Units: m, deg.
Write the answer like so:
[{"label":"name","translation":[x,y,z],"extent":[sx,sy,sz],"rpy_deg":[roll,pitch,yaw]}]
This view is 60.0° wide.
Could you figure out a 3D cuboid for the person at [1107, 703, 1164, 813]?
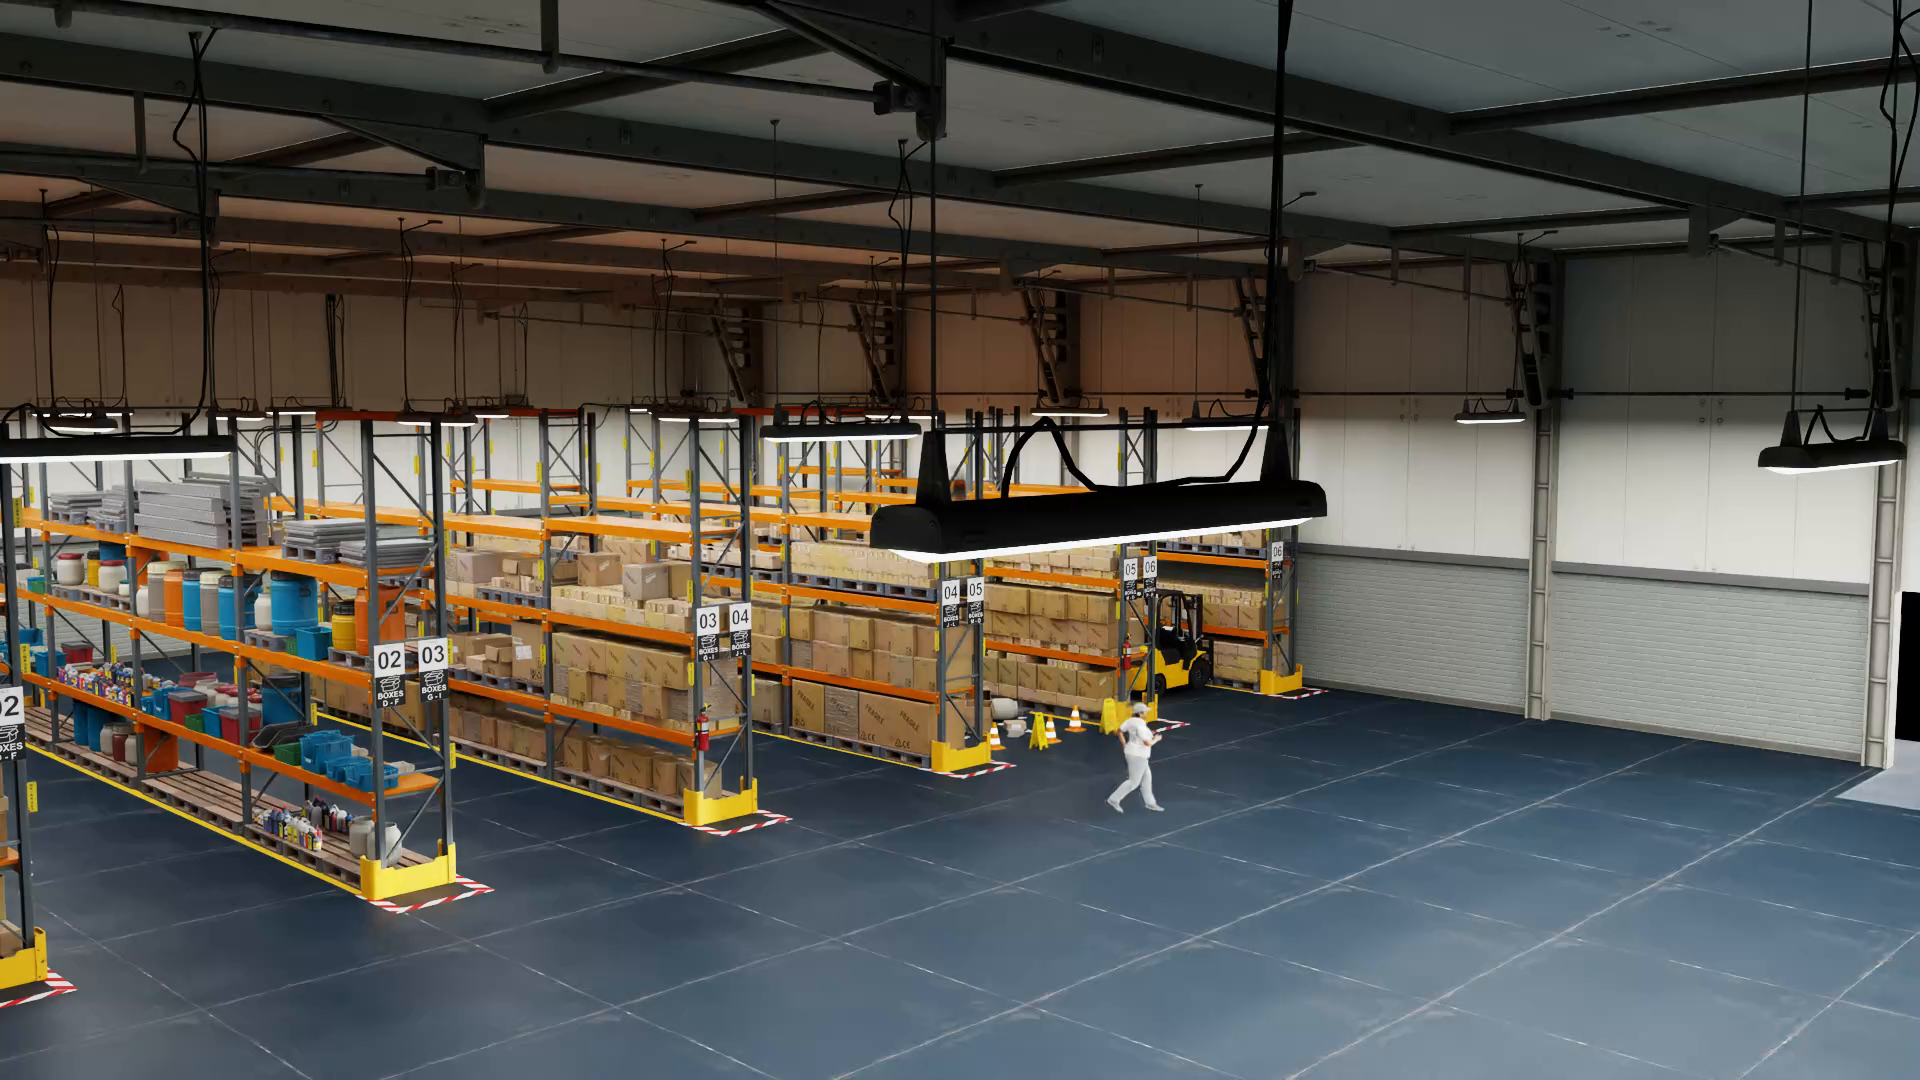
[{"label":"person","translation":[2.634,3.272,24.920],"extent":[0.933,1.669,0.598],"rpy_deg":[-1,5,-12]}]
